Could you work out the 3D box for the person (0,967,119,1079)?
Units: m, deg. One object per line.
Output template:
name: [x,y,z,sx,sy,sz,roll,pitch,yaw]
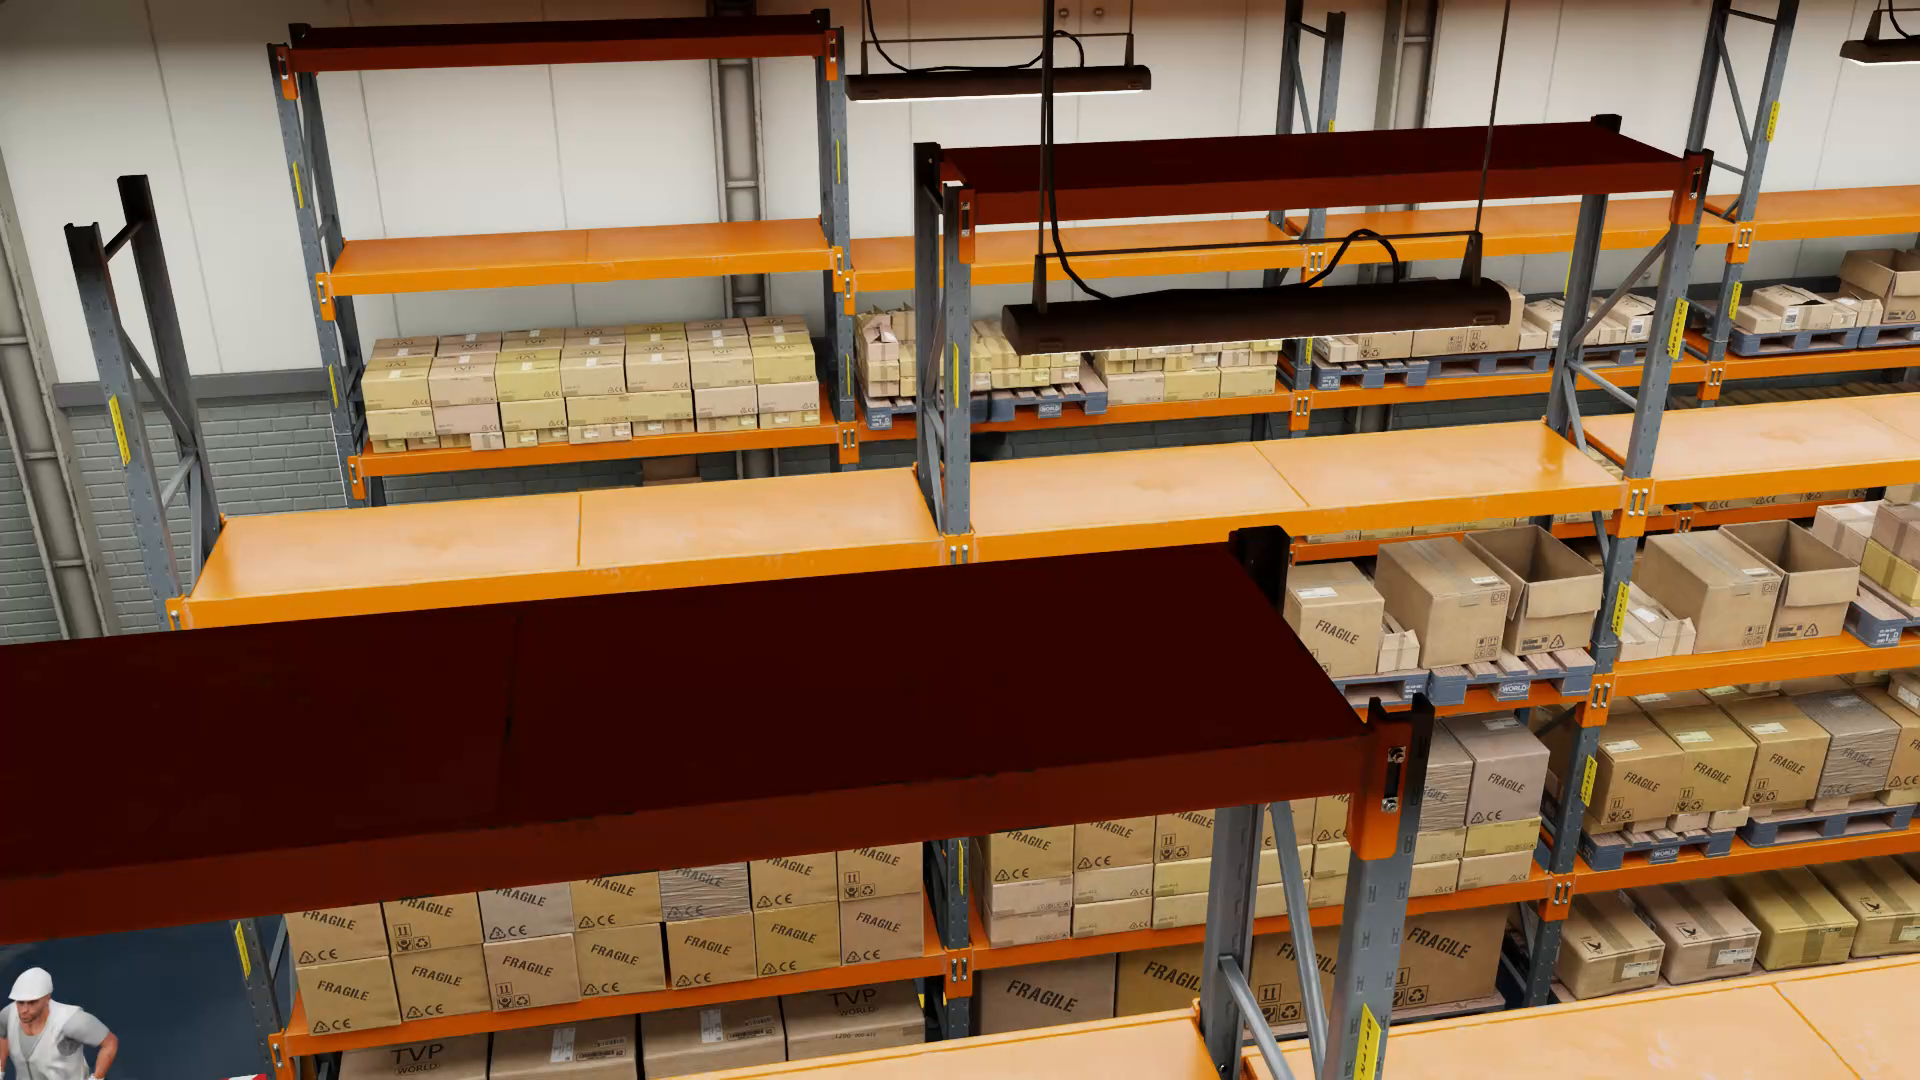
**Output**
person: [-5.296,3.224,9.652,0.718,1.714,0.525,7,27,14]
